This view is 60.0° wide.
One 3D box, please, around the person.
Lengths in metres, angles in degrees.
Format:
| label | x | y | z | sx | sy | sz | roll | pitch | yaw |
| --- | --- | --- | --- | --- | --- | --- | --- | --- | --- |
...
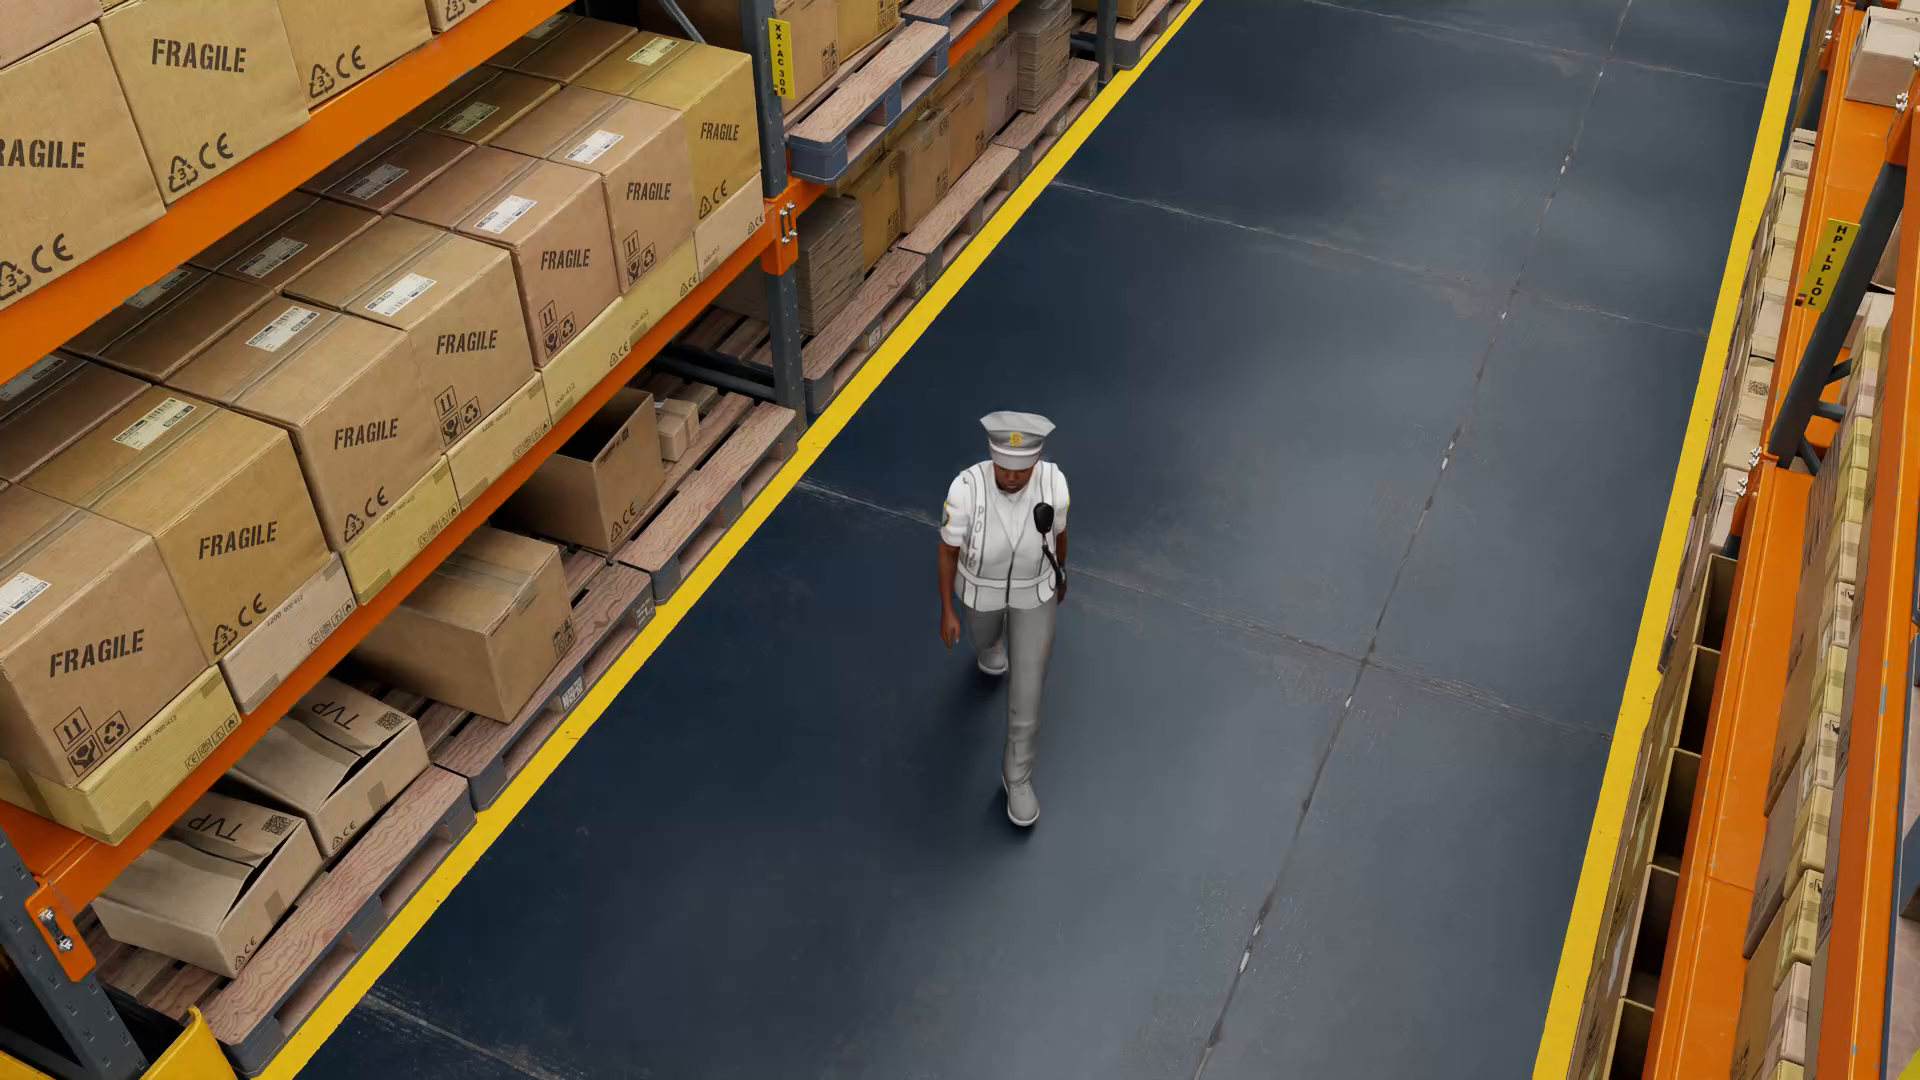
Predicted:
| label | x | y | z | sx | sy | sz | roll | pitch | yaw |
| --- | --- | --- | --- | --- | --- | --- | --- | --- | --- |
| person | 0.155 | 0.145 | 5.988 | 0.467 | 1.634 | 1.007 | 1 | 42 | 1 |
